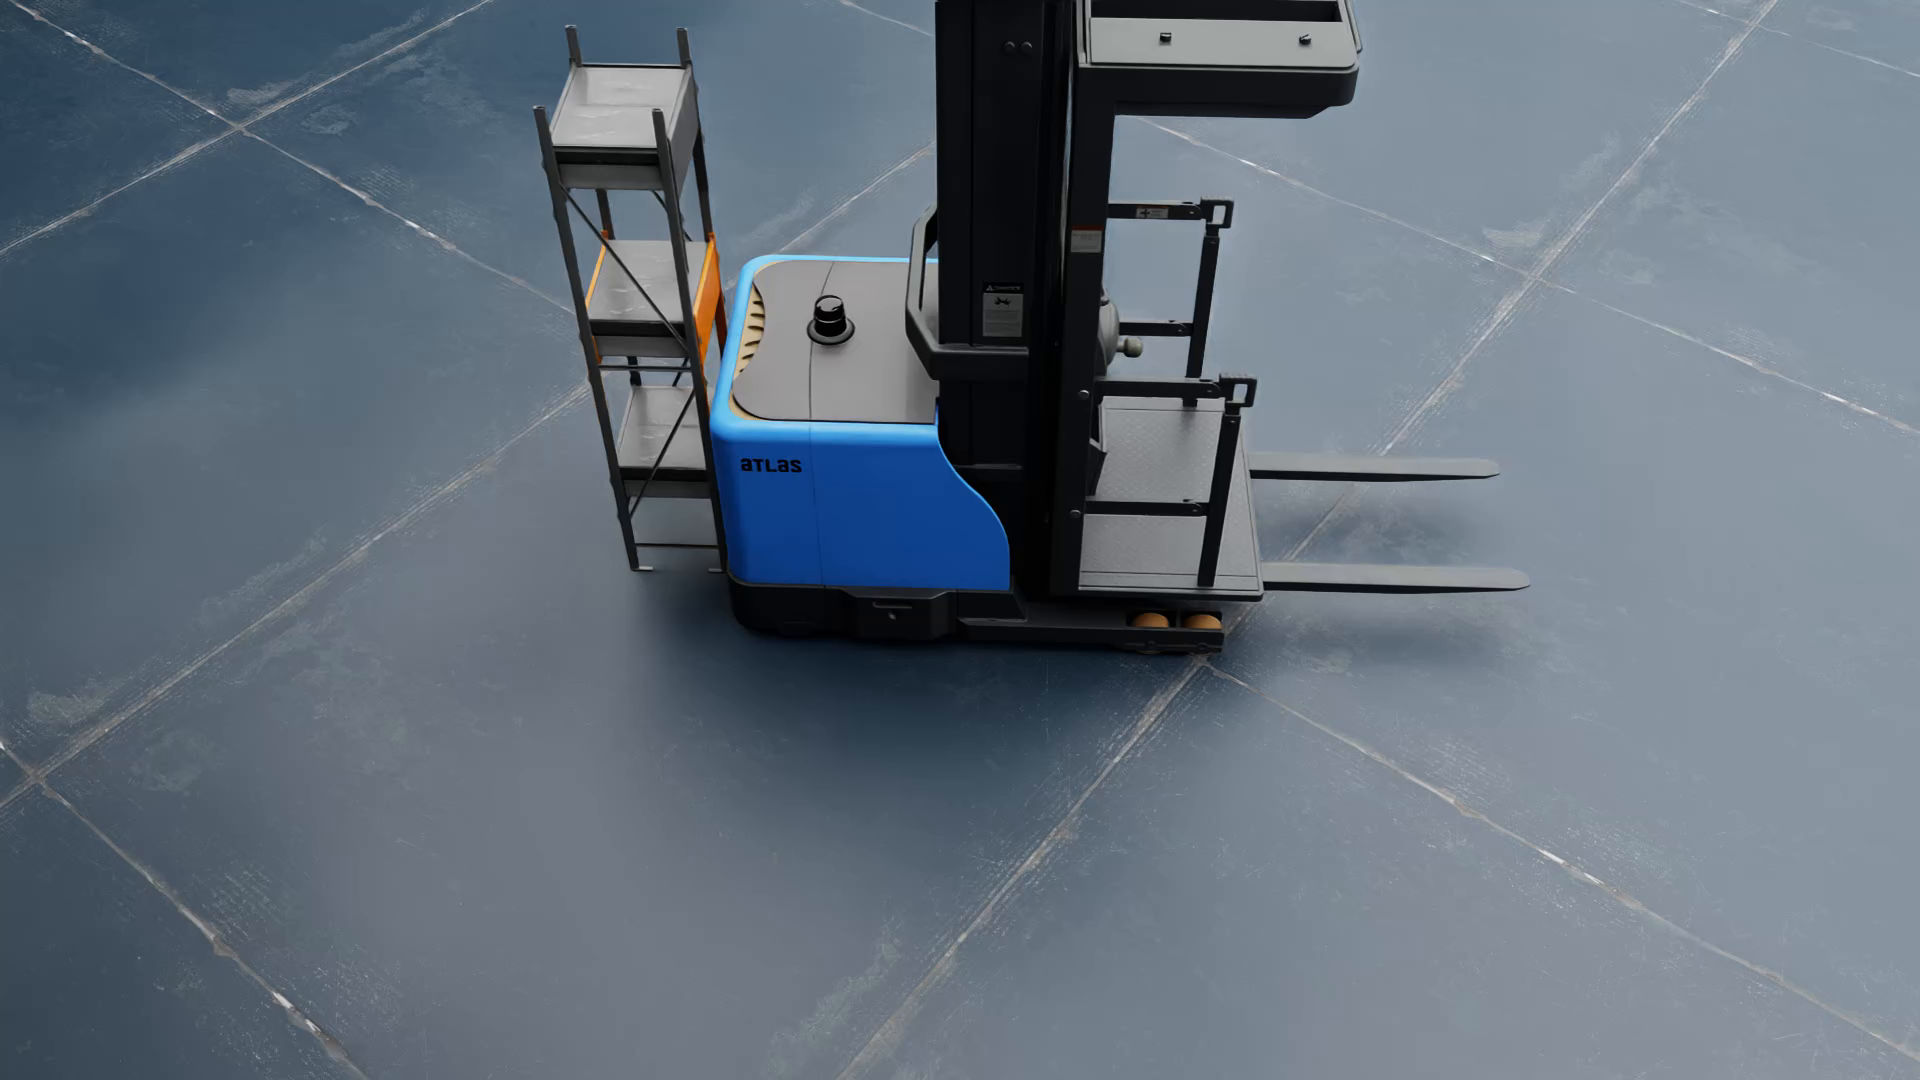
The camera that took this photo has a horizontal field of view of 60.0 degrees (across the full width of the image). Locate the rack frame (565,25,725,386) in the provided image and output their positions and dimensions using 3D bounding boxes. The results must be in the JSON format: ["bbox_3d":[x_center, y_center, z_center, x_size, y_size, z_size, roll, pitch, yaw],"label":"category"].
[{"bbox_3d":[-1.094,-0.955,6.210,0.400,2.100,0.015,2,46,1],"label":"rack frame"}]

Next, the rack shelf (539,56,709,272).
[{"bbox_3d":[-1.104,-1.253,5.545,0.431,0.518,0.480,2,46,1],"label":"rack shelf"}]

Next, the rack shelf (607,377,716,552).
[{"bbox_3d":[-1.104,-0.286,6.558,0.431,0.518,0.480,2,46,1],"label":"rack shelf"}]

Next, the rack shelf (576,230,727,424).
[{"bbox_3d":[-1.104,-0.769,6.051,0.431,0.518,0.480,2,46,1],"label":"rack shelf"}]

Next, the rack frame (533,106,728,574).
[{"bbox_3d":[-1.113,-0.602,5.873,0.400,2.100,0.015,2,46,1],"label":"rack frame"}]

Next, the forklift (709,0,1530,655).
[{"bbox_3d":[0.653,-0.968,5.648,3.031,2.935,1.130,2,46,1],"label":"forklift"}]

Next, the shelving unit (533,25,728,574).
[{"bbox_3d":[-1.104,-0.779,6.042,0.431,2.100,0.503,2,46,1],"label":"shelving unit"}]
